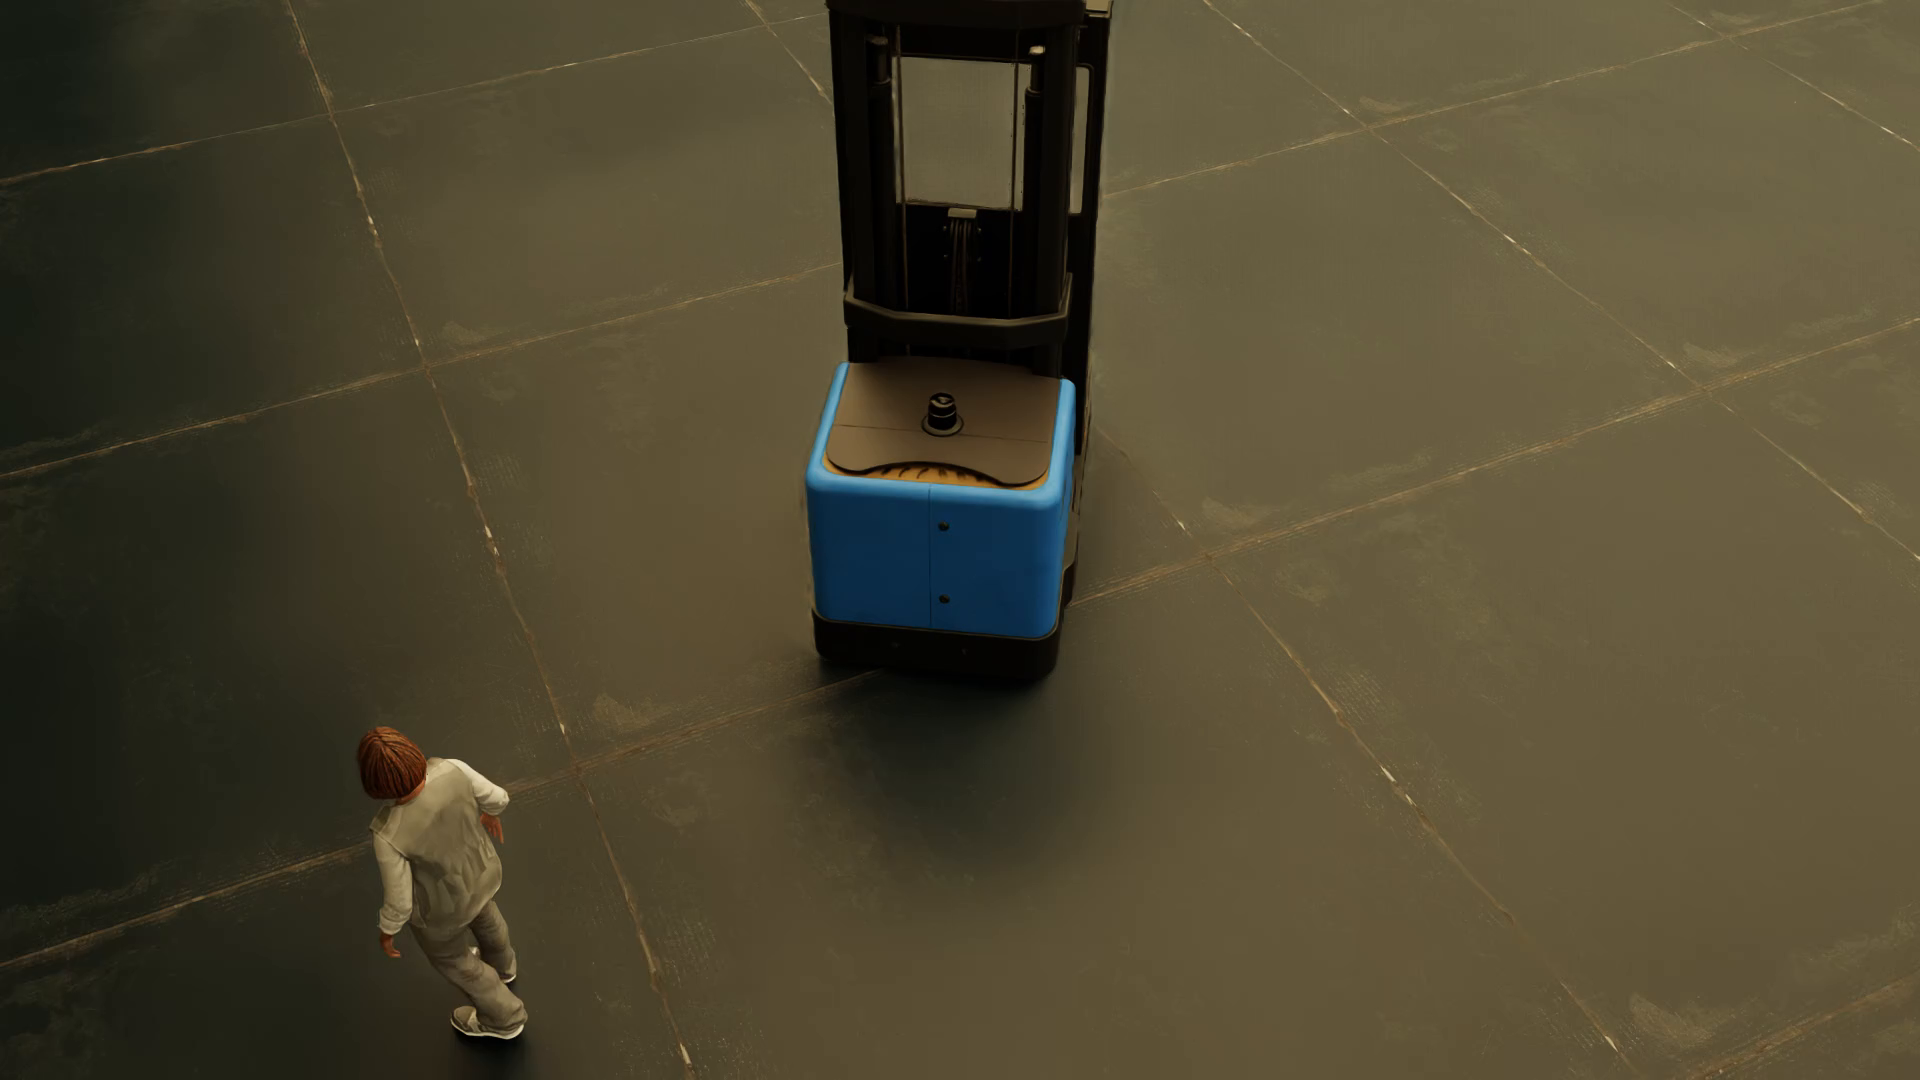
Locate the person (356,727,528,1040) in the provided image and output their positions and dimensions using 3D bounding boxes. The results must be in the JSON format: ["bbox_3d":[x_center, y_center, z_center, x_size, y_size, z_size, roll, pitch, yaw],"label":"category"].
[{"bbox_3d":[-1.734,1.116,5.464,0.450,1.598,0.580,17,46,17],"label":"person"}]

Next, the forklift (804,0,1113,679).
[{"bbox_3d":[0.067,-1.487,7.274,1.130,2.935,3.031,5,43,5],"label":"forklift"}]
